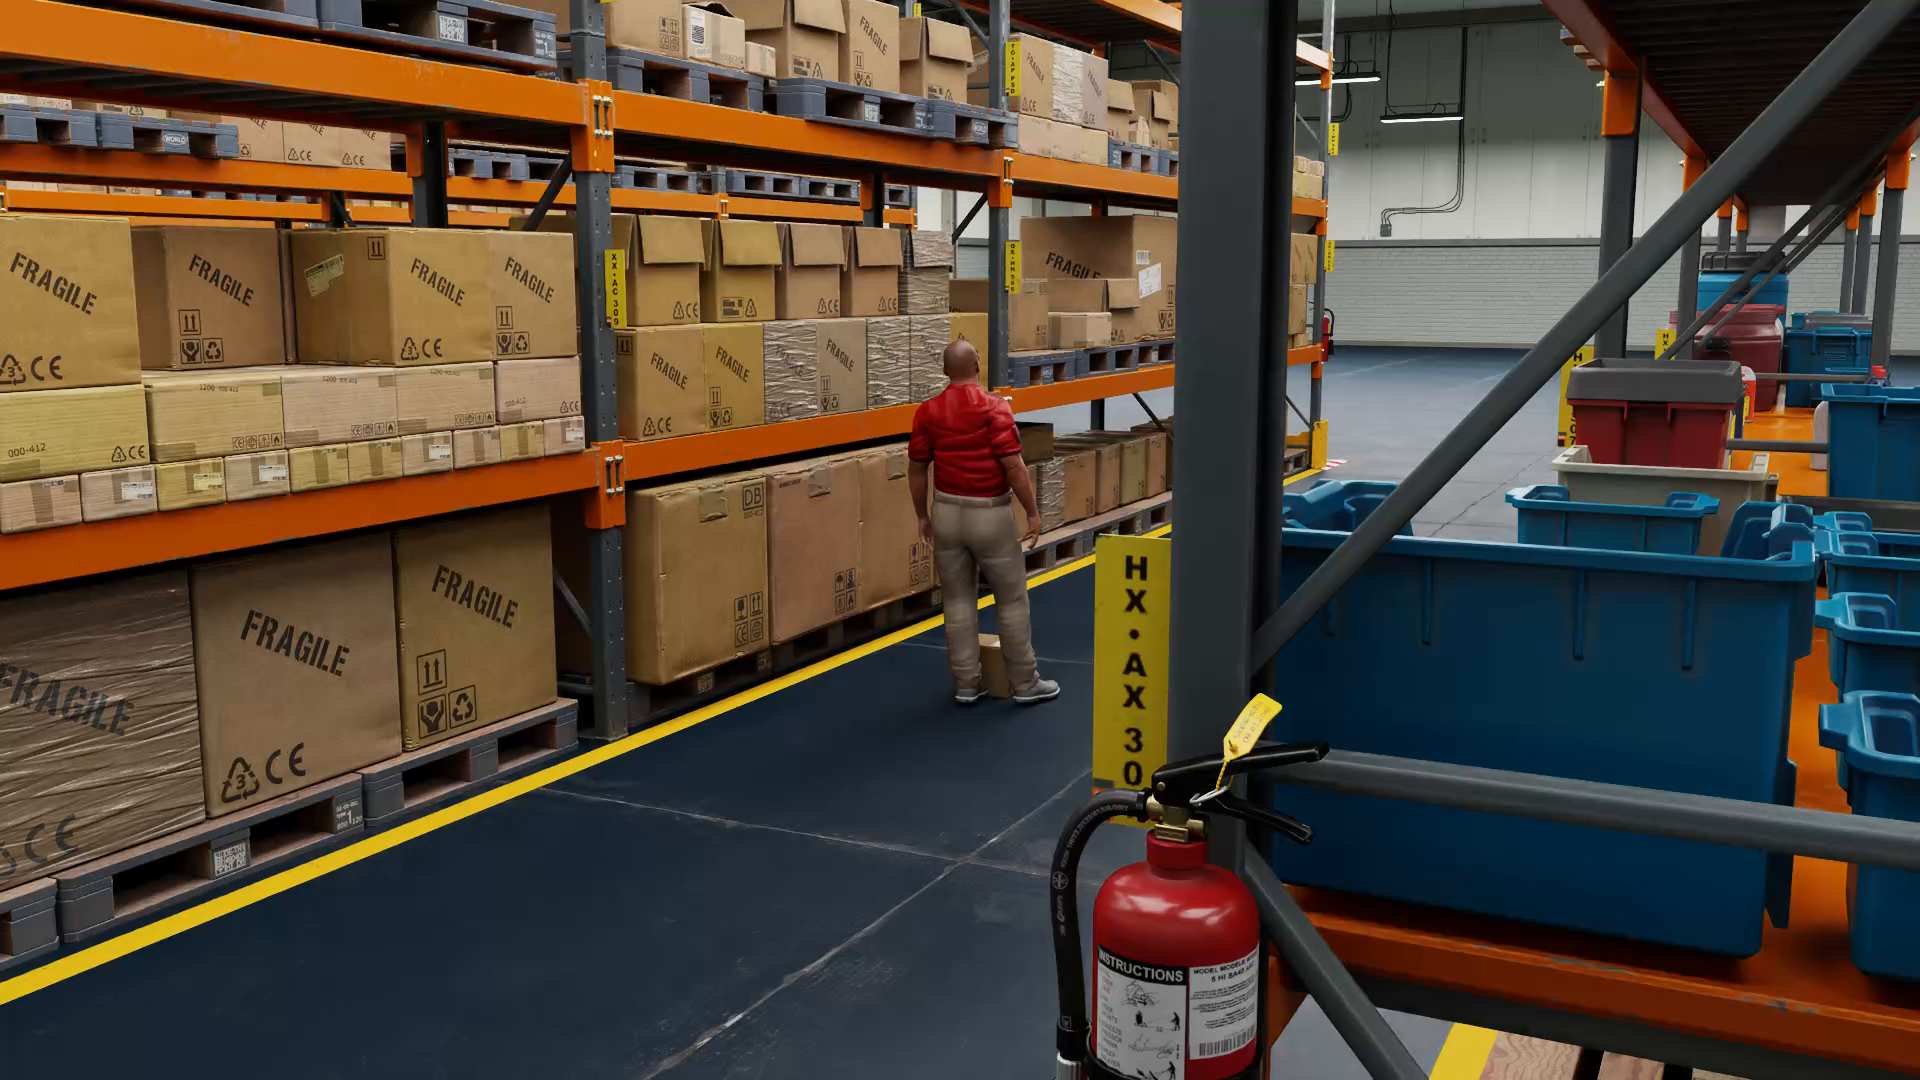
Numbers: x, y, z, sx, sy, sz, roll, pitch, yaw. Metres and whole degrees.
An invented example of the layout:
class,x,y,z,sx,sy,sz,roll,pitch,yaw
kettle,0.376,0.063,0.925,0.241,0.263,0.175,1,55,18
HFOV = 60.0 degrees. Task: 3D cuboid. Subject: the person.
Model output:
class,x,y,z,sx,sy,sz,roll,pitch,yaw
person,0.109,-0.086,7.910,0.640,1.727,0.551,4,10,24
